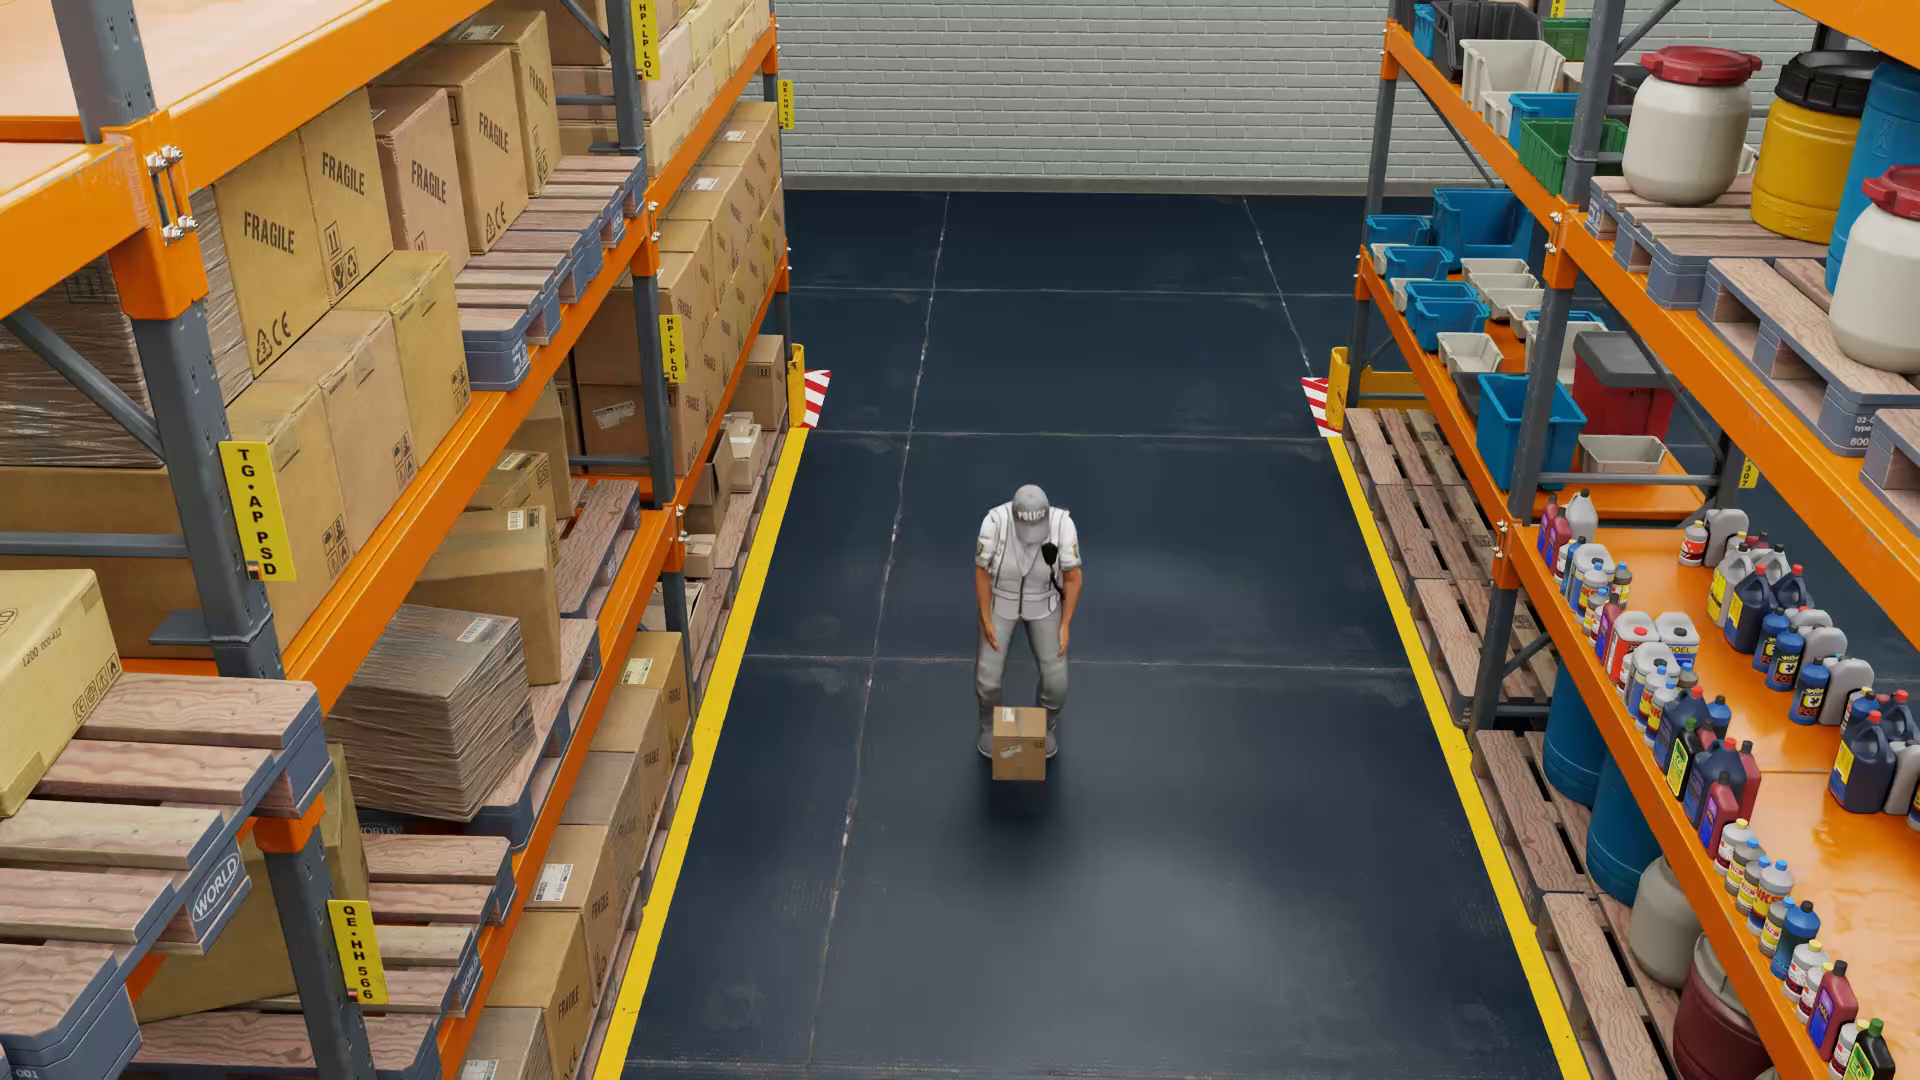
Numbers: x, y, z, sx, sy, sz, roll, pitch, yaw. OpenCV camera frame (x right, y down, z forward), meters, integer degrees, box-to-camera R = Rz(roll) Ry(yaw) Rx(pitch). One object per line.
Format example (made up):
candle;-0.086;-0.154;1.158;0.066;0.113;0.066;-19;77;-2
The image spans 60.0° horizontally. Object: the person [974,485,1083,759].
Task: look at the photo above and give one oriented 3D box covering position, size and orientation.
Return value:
person;0.328;0.366;8.081;0.519;1.541;0.591;1;28;3
